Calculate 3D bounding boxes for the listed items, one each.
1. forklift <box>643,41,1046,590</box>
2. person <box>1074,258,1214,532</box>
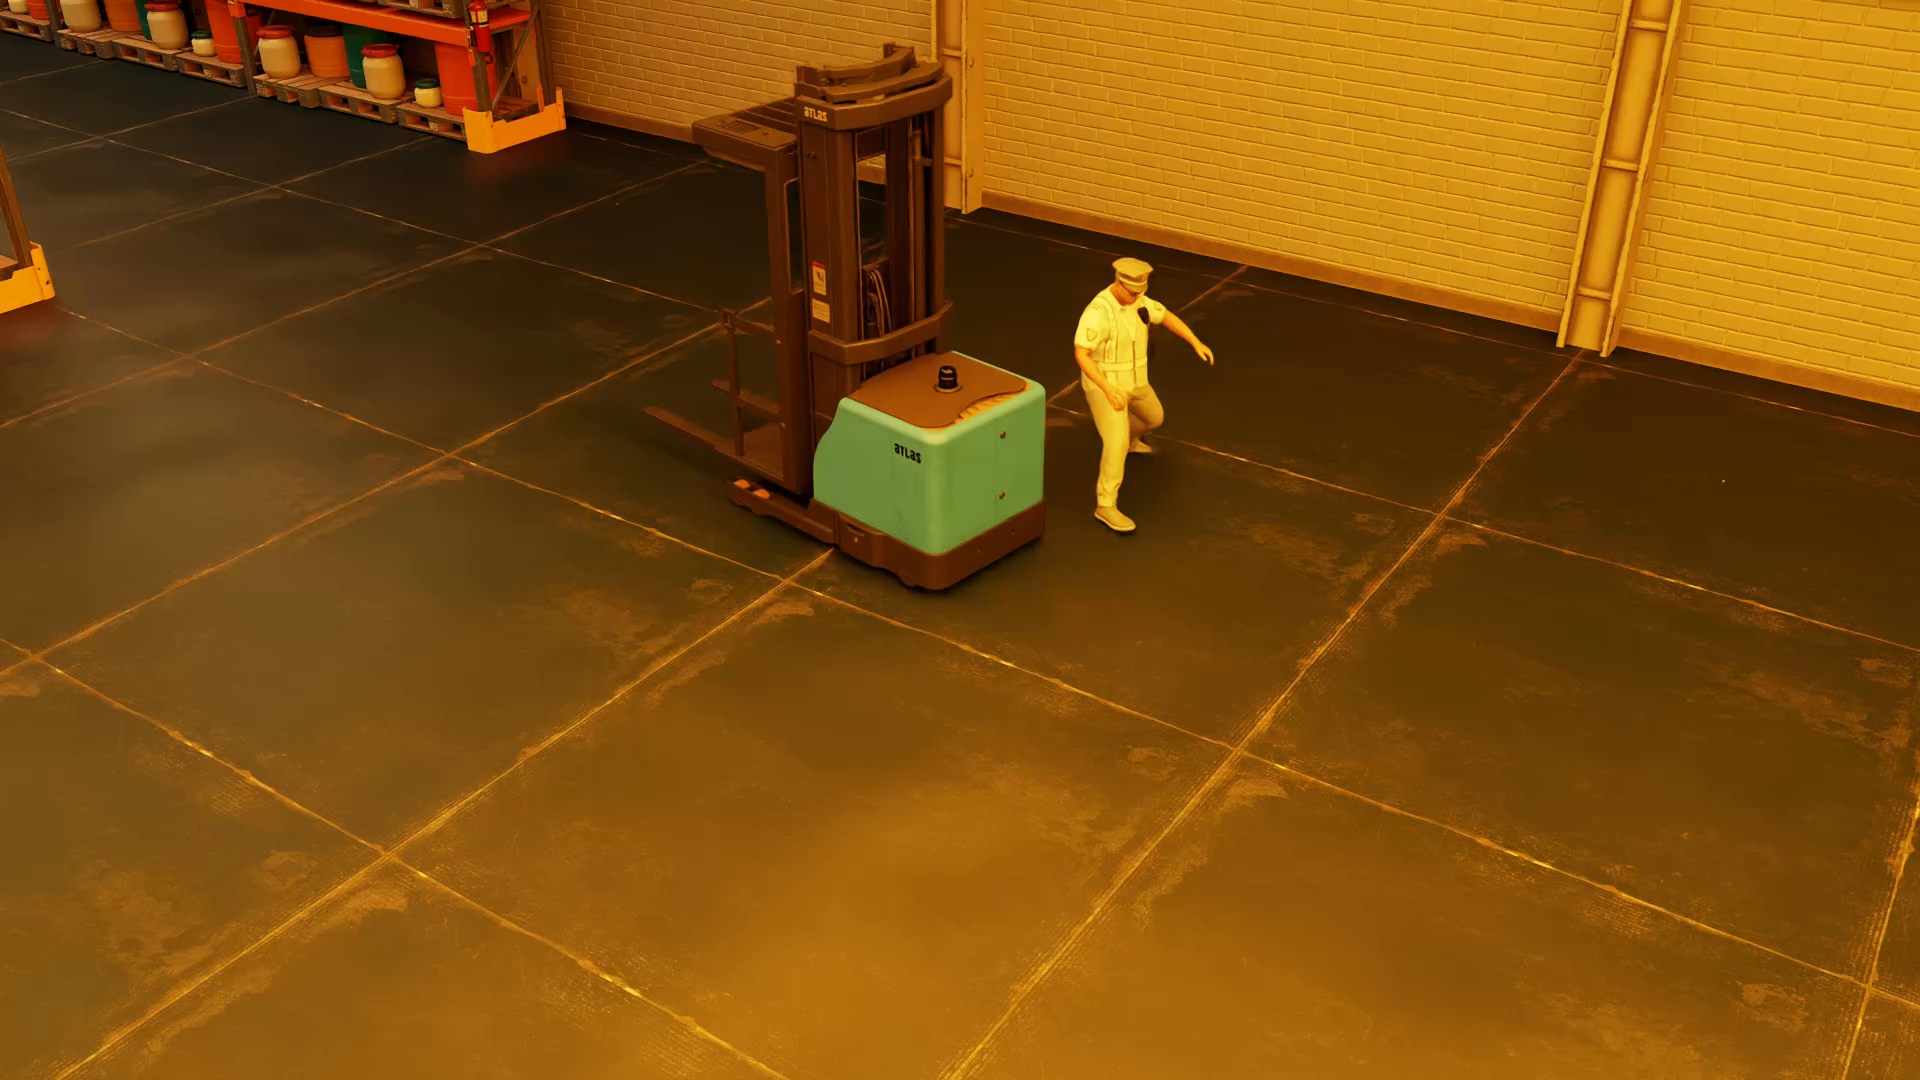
[{"bbox_3d":[-0.889,-1.597,10.331,3.031,2.935,1.130,25,38,36],"label":"forklift"},{"bbox_3d":[1.119,-1.022,10.745,1.046,1.595,0.981,-24,38,-35],"label":"person"}]
